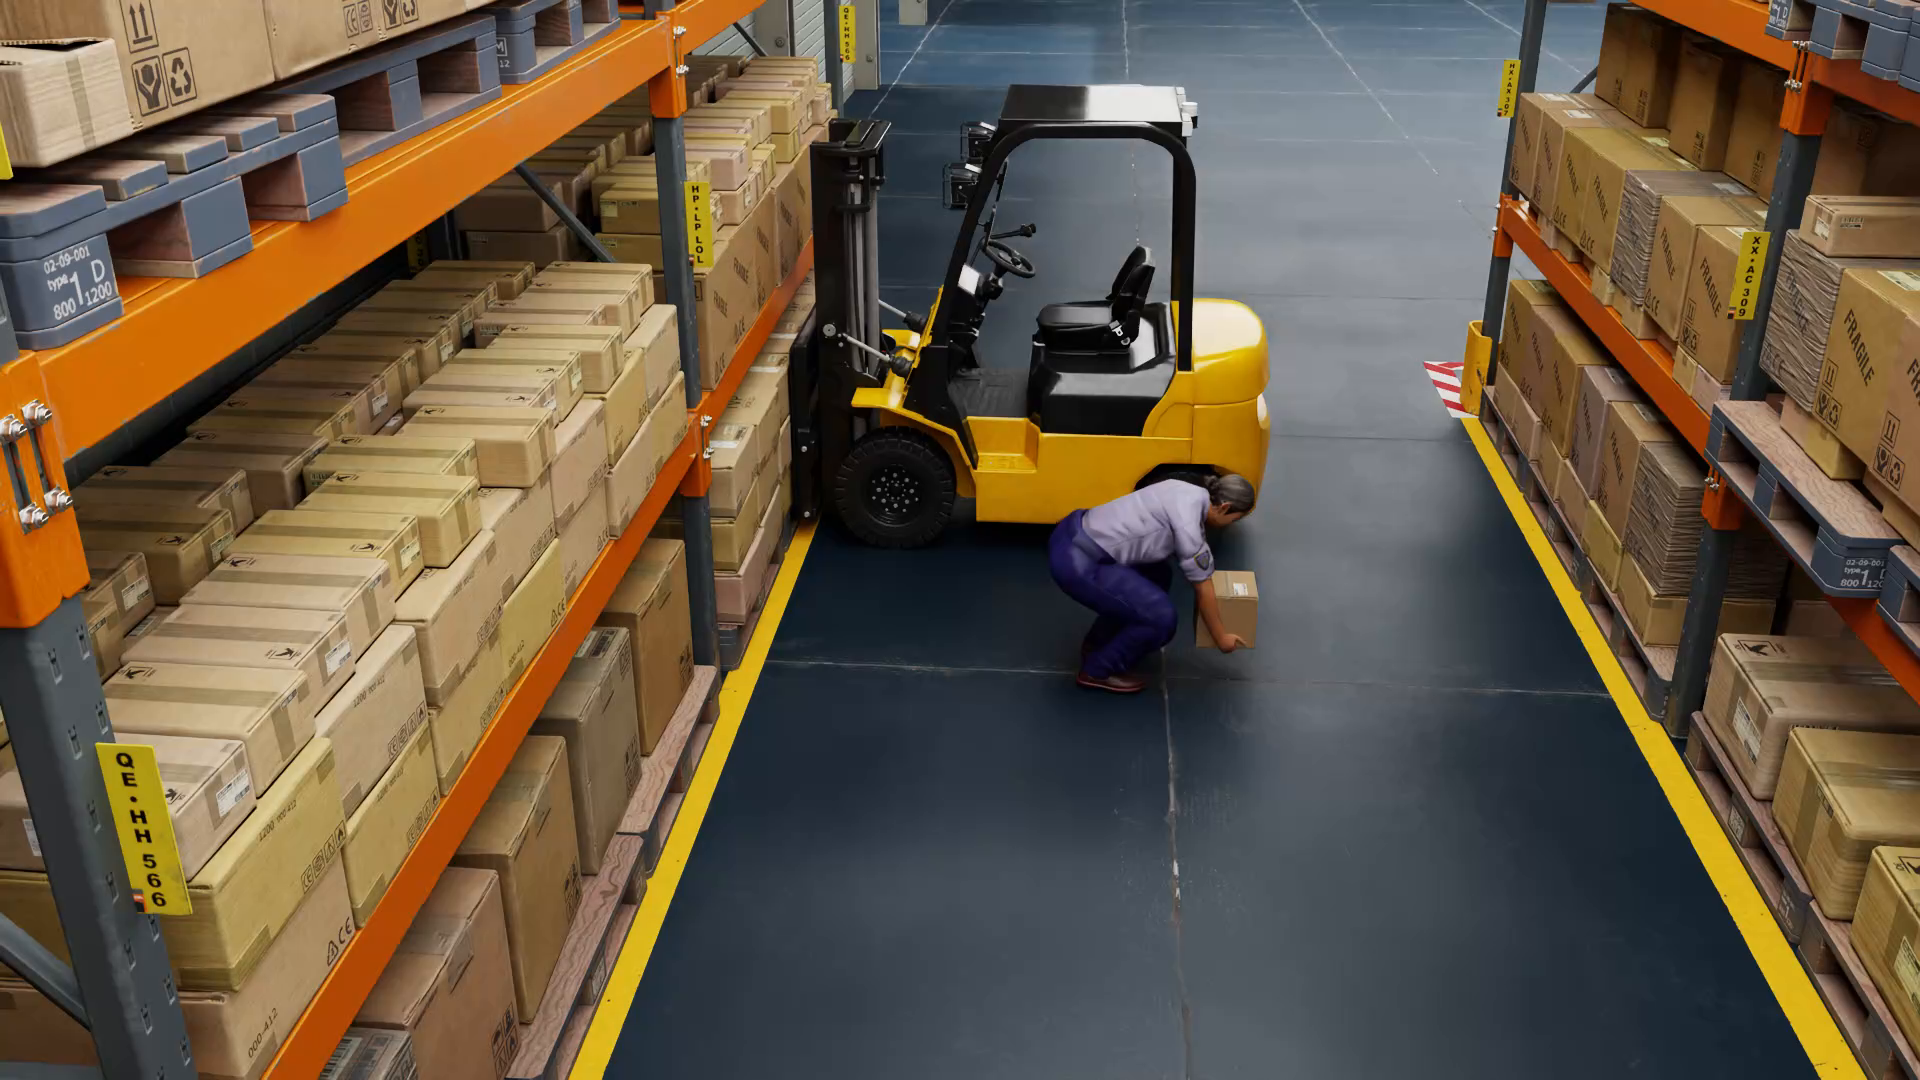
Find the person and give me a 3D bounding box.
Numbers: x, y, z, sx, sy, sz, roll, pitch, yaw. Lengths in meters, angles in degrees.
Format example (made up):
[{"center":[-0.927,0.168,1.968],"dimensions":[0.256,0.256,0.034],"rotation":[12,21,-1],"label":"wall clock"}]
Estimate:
[{"center":[0.806,0.158,7.138],"dimensions":[0.862,0.939,0.519],"rotation":[1,25,2],"label":"person"}]
